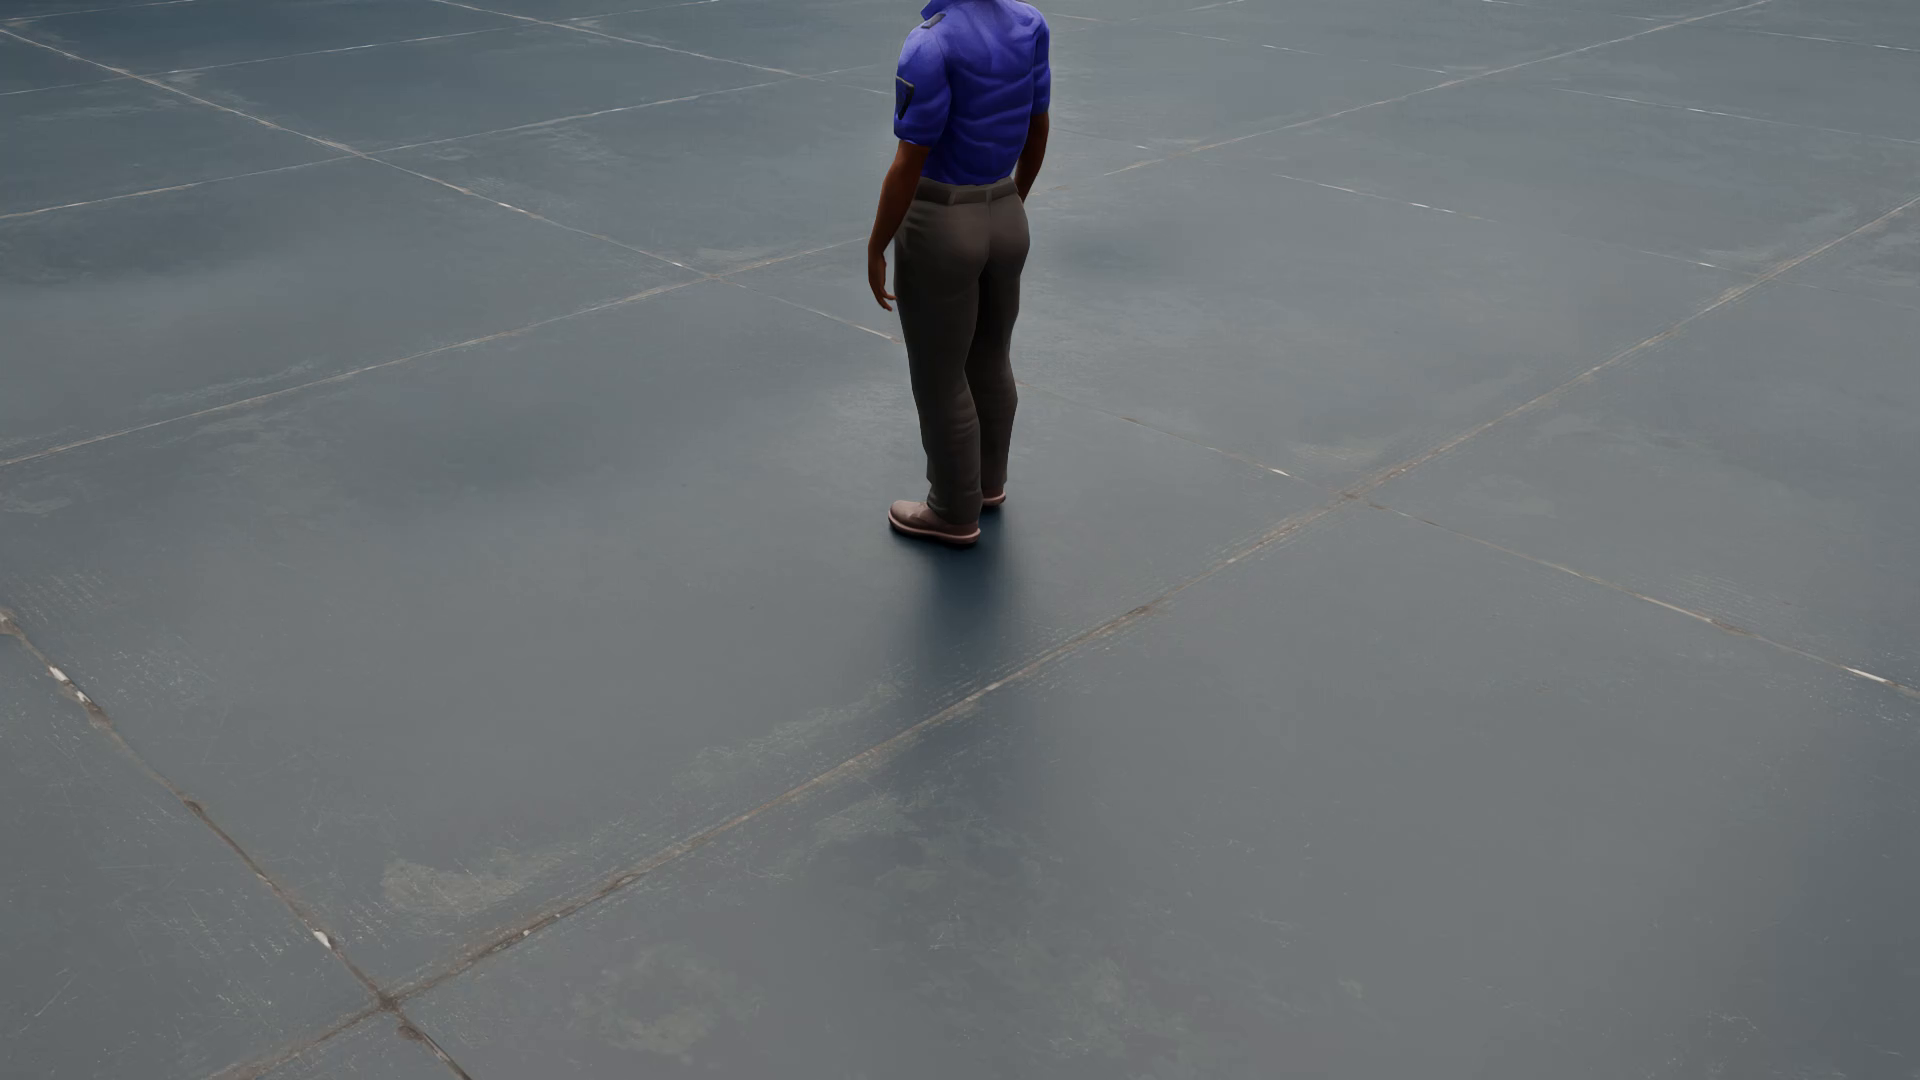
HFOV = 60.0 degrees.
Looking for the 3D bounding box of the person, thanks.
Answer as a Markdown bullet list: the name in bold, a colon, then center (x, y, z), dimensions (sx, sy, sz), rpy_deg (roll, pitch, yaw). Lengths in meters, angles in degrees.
- **person**: center (-0.048, -0.783, 4.243), dimensions (0.570, 1.656, 0.503), rpy_deg (-24, 35, -39)
